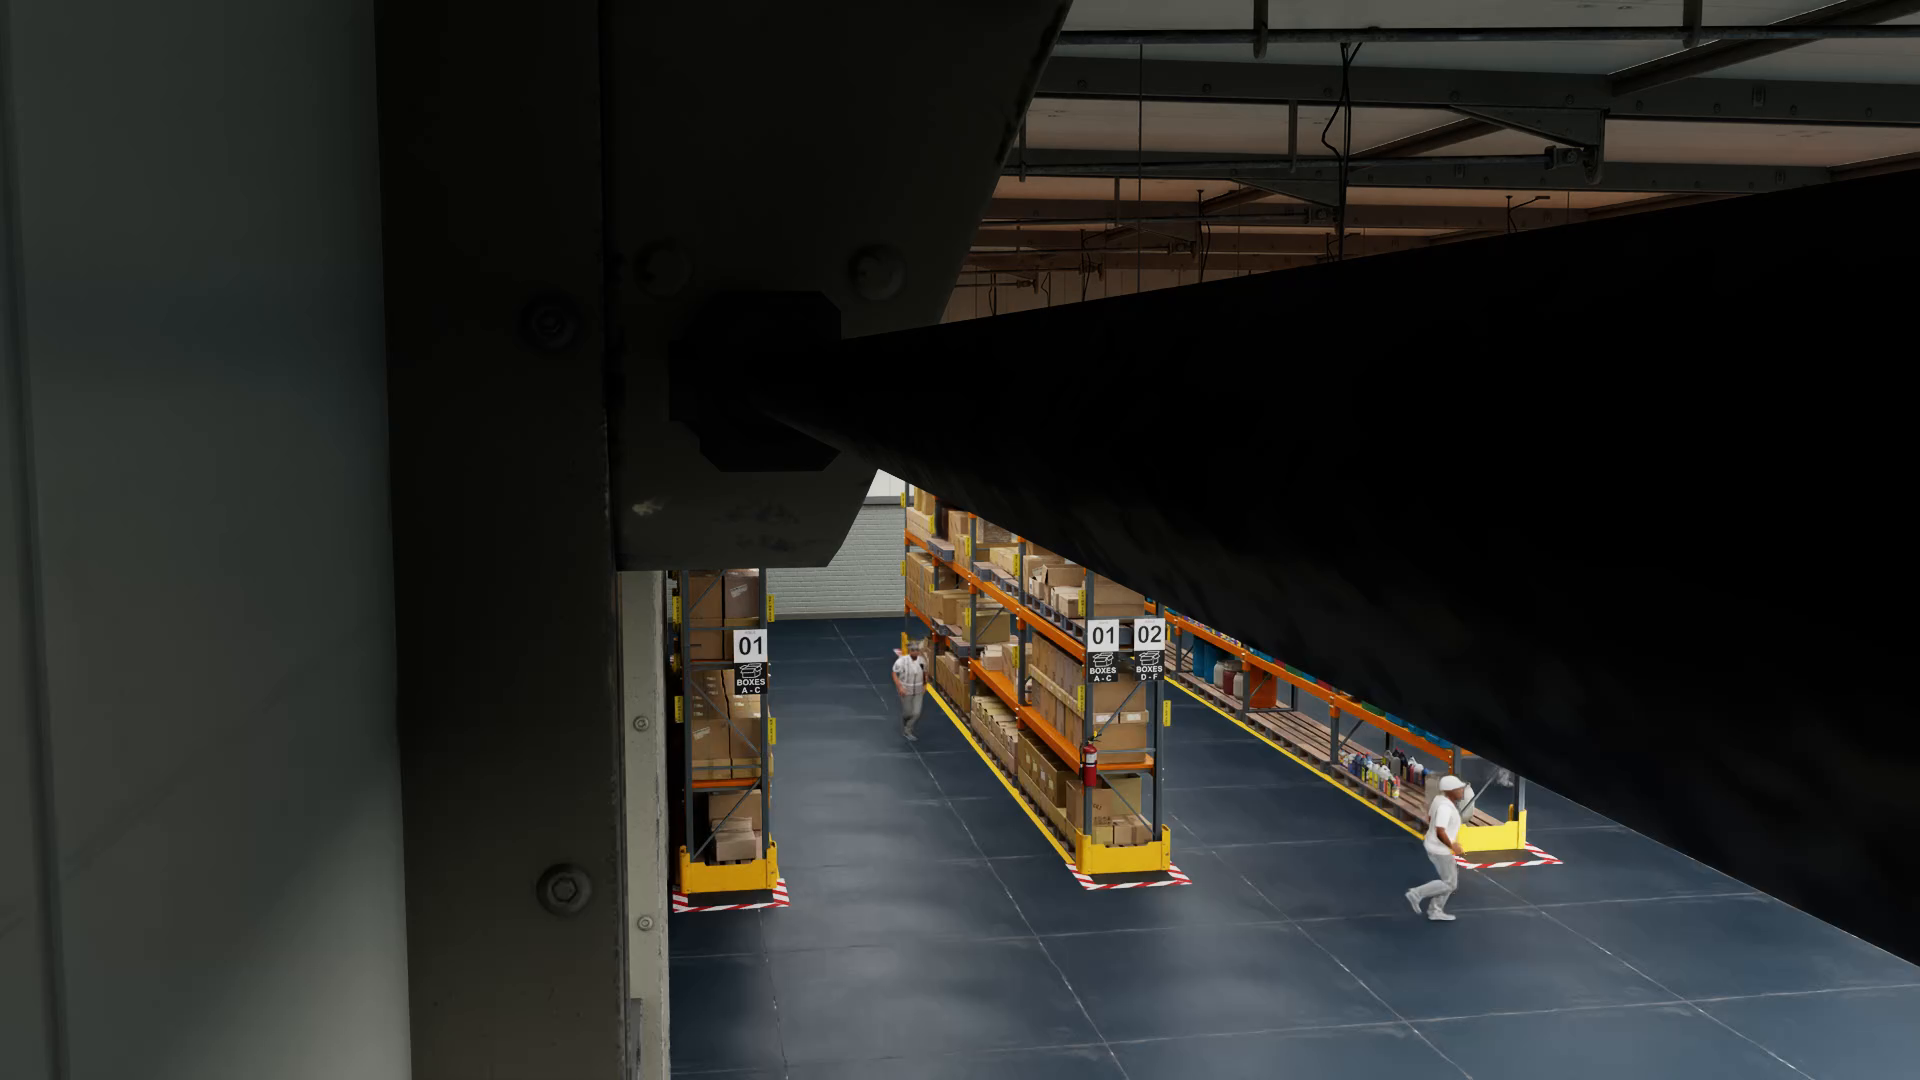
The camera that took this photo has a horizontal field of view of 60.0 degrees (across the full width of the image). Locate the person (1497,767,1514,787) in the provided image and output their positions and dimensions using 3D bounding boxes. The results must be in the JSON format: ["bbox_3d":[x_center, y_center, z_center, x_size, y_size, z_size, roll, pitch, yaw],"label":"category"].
[{"bbox_3d":[8.373,2.878,24.873,0.670,1.726,0.823,-3,7,-26],"label":"person"}]

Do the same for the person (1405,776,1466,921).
[{"bbox_3d":[5.456,3.495,19.006,0.589,1.639,0.703,1,6,10],"label":"person"}]

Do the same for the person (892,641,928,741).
[{"bbox_3d":[-0.856,2.546,28.381,0.661,1.718,0.572,-2,6,-19],"label":"person"}]
